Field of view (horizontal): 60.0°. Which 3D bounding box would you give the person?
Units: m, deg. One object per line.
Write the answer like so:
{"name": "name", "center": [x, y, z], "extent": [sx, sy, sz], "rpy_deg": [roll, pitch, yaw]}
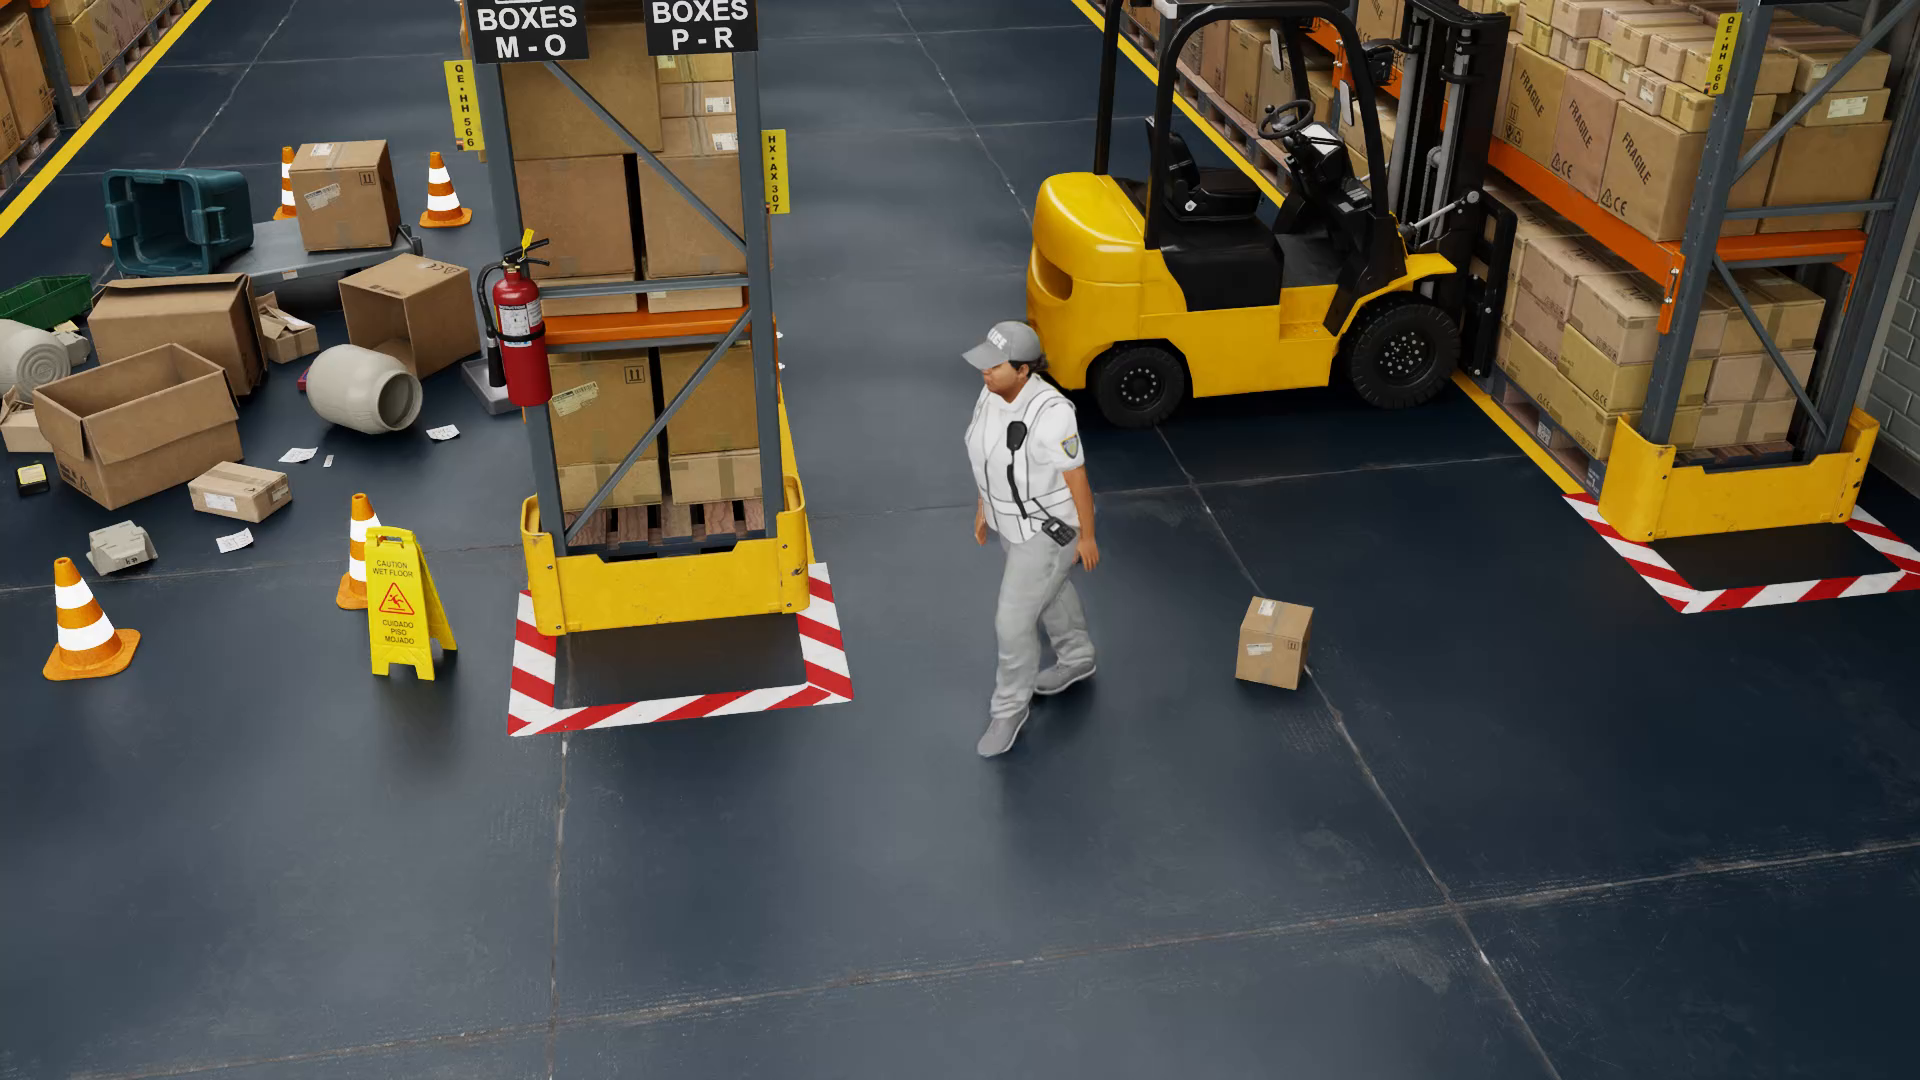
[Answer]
{"name": "person", "center": [0.265, -0.046, 6.243], "extent": [0.661, 1.692, 0.507], "rpy_deg": [-16, 34, -24]}
